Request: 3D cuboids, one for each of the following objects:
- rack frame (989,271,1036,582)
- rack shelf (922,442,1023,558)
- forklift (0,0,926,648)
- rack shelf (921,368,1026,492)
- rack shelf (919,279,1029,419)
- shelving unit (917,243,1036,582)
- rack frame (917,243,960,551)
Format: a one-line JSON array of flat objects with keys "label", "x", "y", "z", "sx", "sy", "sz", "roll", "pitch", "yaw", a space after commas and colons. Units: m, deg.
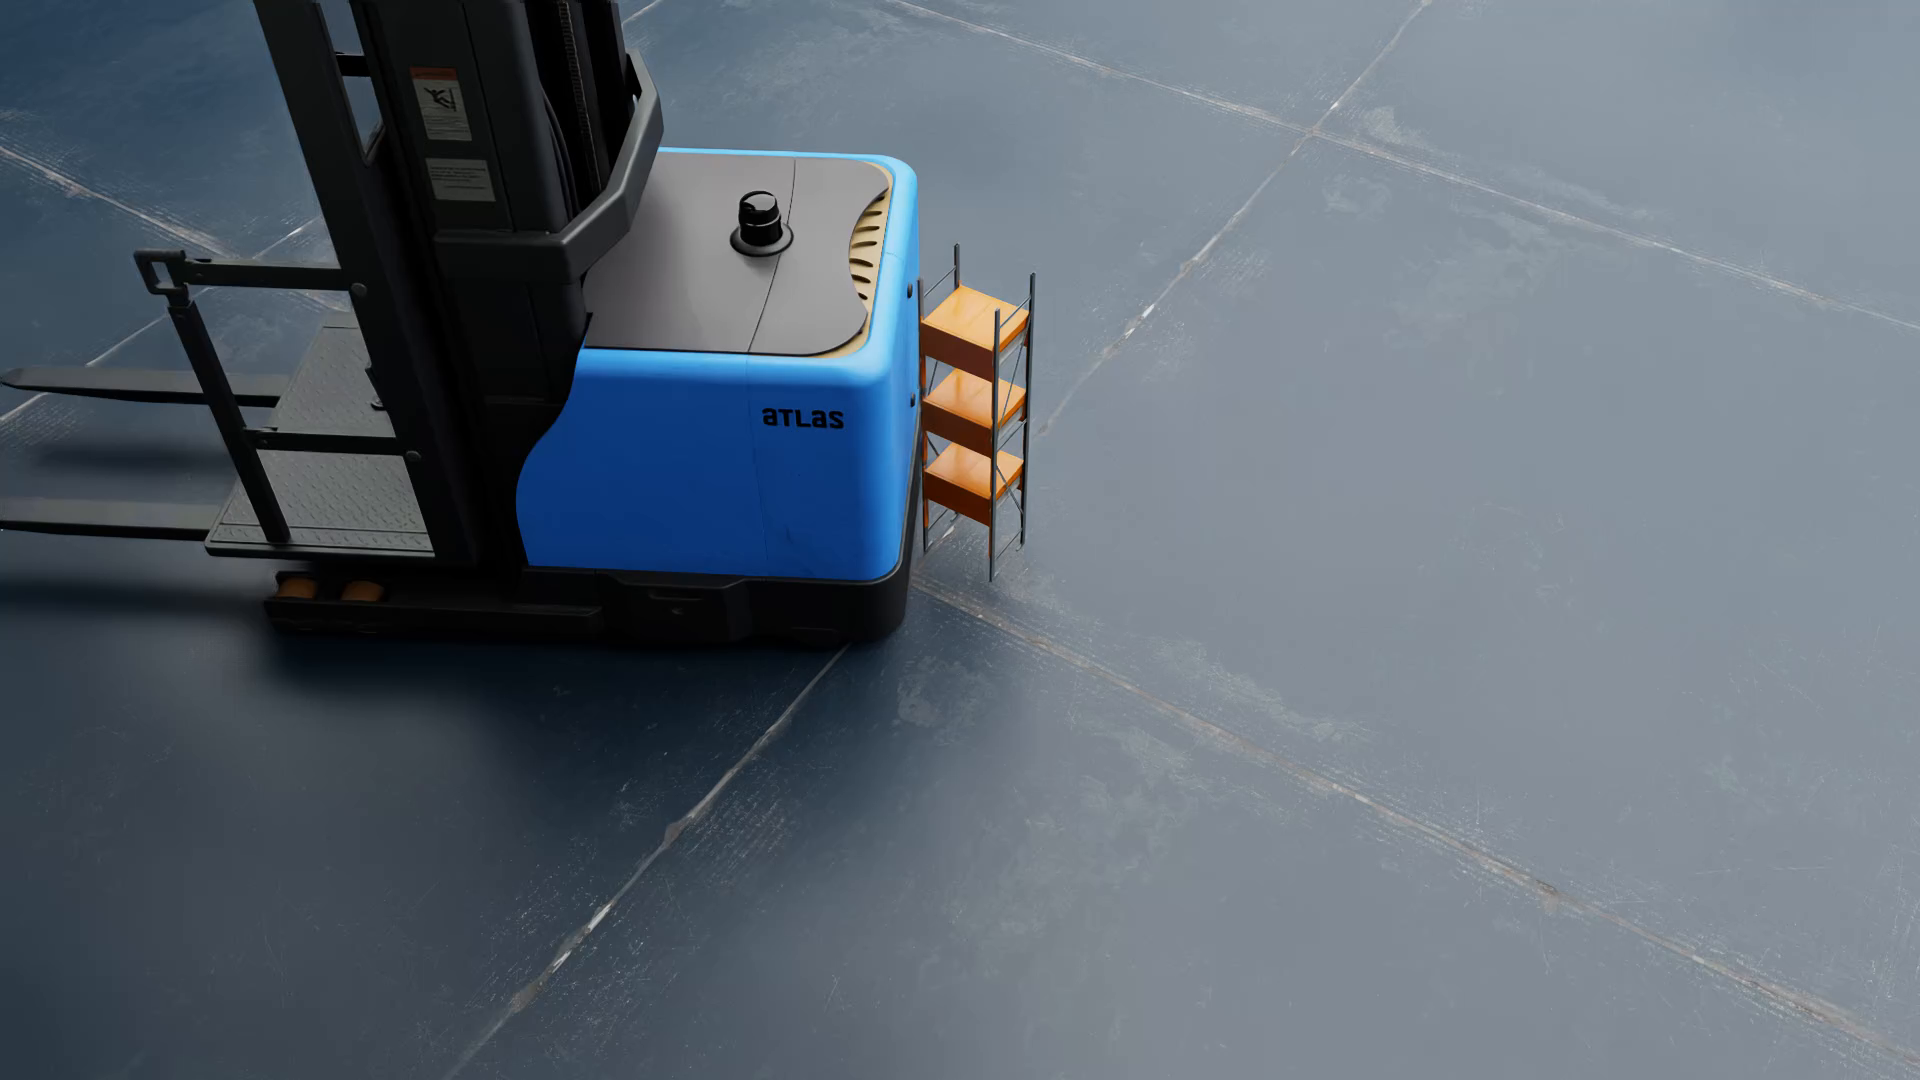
[{"label": "rack frame", "x": 0.148, "y": -0.298, "z": 4.807, "sx": 0.008, "sy": 1.050, "sz": 0.200, "roll": 25, "pitch": 51, "yaw": 22}, {"label": "rack shelf", "x": 0.045, "y": -0.144, "z": 5.060, "sx": 0.240, "sy": 0.259, "sz": 0.215, "roll": 25, "pitch": 51, "yaw": 22}, {"label": "forklift", "x": -1.650, "y": -1.118, "z": 4.293, "sx": 3.031, "sy": 2.935, "sz": 1.130, "roll": 3, "pitch": 46, "yaw": 3}, {"label": "rack shelf", "x": 0.045, "y": -0.338, "z": 4.861, "sx": 0.240, "sy": 0.259, "sz": 0.215, "roll": 25, "pitch": 51, "yaw": 22}, {"label": "rack shelf", "x": 0.045, "y": -0.536, "z": 4.657, "sx": 0.240, "sy": 0.259, "sz": 0.215, "roll": 25, "pitch": 51, "yaw": 22}, {"label": "shelving unit", "x": 0.045, "y": -0.345, "z": 4.853, "sx": 0.252, "sy": 1.050, "sz": 0.215, "roll": 25, "pitch": 51, "yaw": 22}, {"label": "rack frame", "x": -0.058, "y": -0.392, "z": 4.899, "sx": 0.008, "sy": 1.050, "sz": 0.200, "roll": 25, "pitch": 51, "yaw": 22}]
